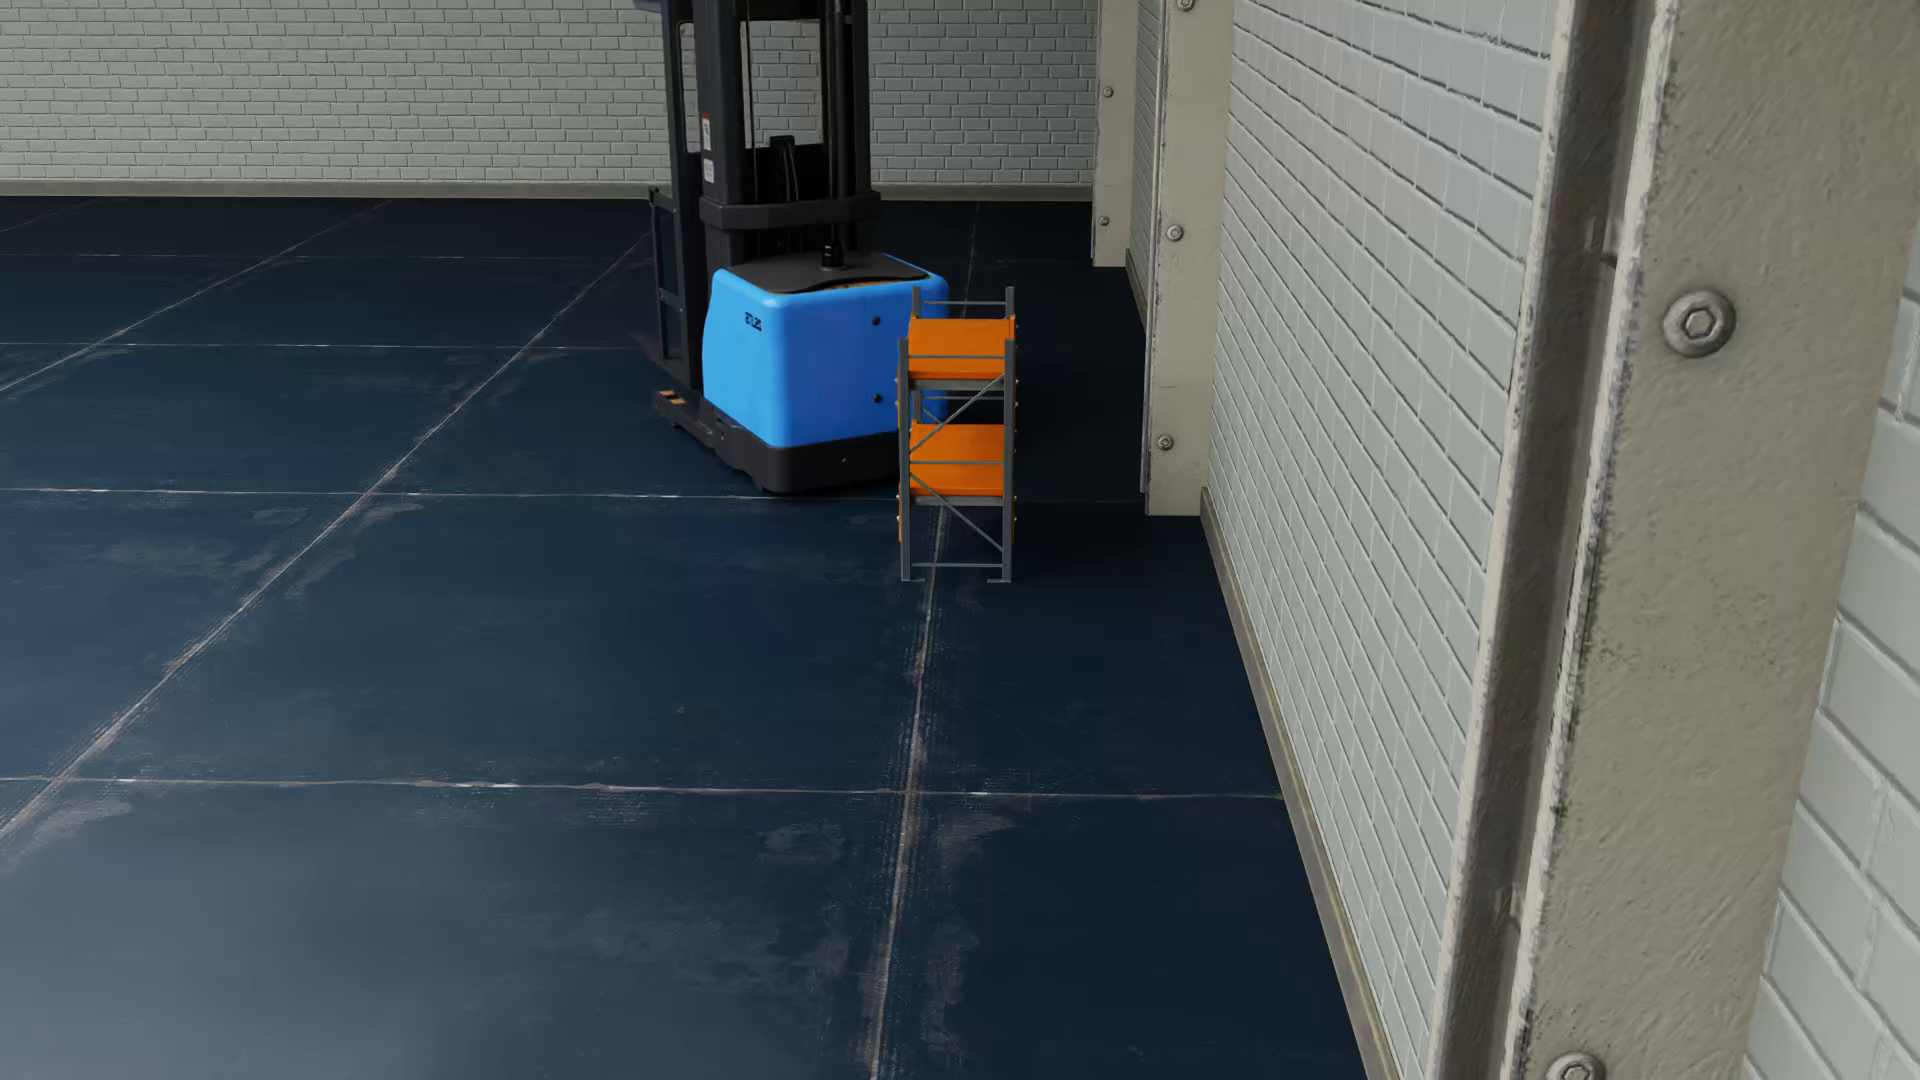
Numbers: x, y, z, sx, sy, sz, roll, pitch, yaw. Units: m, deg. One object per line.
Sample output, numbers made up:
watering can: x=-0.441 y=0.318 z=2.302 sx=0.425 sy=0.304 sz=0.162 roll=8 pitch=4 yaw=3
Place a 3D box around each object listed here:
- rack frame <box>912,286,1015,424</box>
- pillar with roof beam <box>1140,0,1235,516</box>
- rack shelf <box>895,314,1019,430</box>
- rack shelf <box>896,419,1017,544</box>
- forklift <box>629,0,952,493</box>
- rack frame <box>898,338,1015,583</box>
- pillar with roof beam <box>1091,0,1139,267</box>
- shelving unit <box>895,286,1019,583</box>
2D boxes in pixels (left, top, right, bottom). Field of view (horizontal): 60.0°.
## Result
rack frame: x=0.015 y=-0.706 z=8.293 sx=0.500 sy=1.125 sz=0.032 roll=1 pitch=21 yaw=2
pillar with roof beam: x=-3.211 y=-4.438 z=7.028 sx=9.100 sy=9.000 sz=0.400 roll=1 pitch=21 yaw=2
rack shelf: x=0.000 y=-0.795 z=7.713 sx=0.538 sy=0.278 sz=1.000 roll=1 pitch=21 yaw=2
rack shelf: x=0.000 y=-0.294 z=7.908 sx=0.538 sy=0.278 sz=1.000 roll=1 pitch=21 yaw=2
forklift: x=-1.175 y=-2.097 z=9.381 sx=1.130 sy=2.935 sz=3.031 roll=-11 pitch=24 yaw=-26
rack frame: x=-0.016 y=-0.338 z=7.345 sx=0.500 sy=1.125 sz=0.032 roll=1 pitch=21 yaw=2
pillar with roof beam: x=-3.028 y=-6.608 z=12.619 sx=9.100 sy=9.000 sz=0.400 roll=1 pitch=21 yaw=2
shelving unit: x=0.000 y=-0.522 z=7.819 sx=0.538 sy=1.125 sz=1.048 roll=1 pitch=21 yaw=2
